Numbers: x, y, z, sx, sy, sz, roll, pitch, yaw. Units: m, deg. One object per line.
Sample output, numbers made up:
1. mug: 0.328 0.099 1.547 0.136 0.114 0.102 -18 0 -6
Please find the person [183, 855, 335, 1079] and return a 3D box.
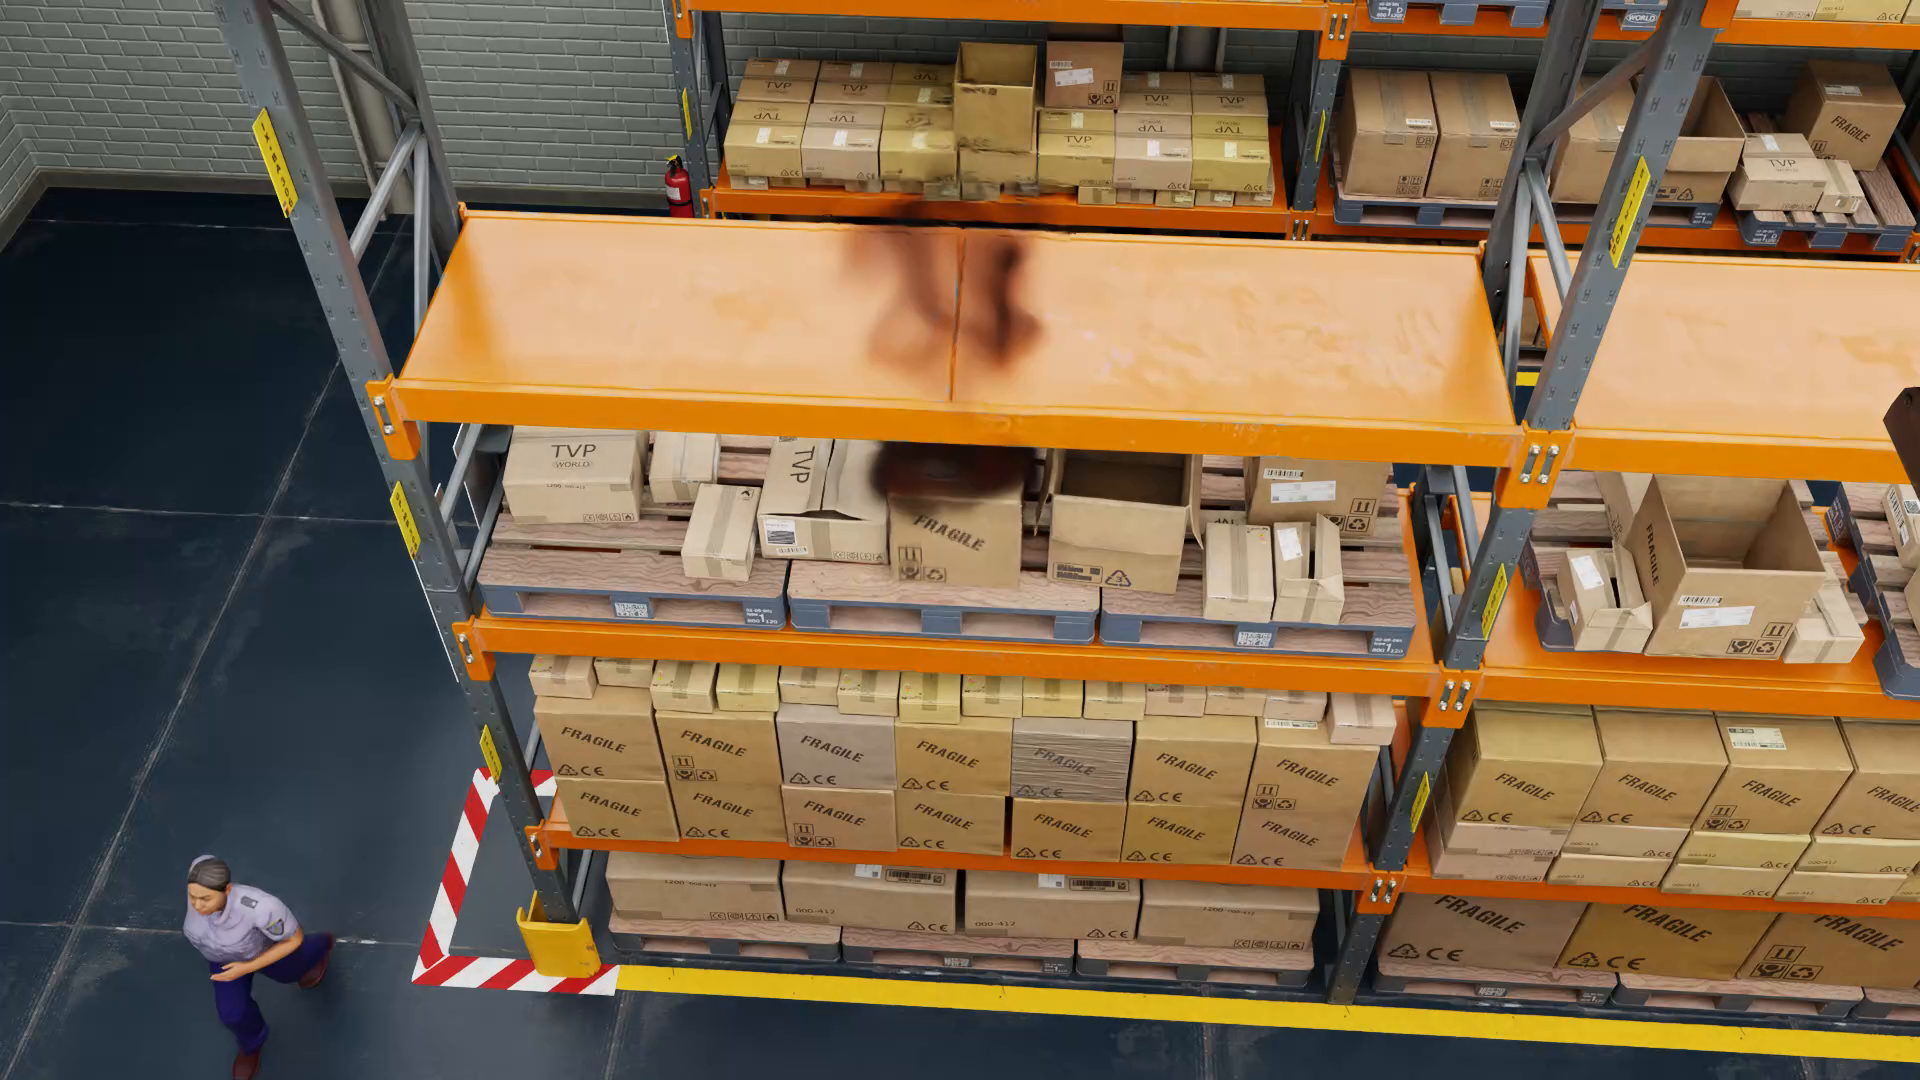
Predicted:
1. person: -3.292 1.912 7.916 0.617 1.683 0.767 6 48 6
